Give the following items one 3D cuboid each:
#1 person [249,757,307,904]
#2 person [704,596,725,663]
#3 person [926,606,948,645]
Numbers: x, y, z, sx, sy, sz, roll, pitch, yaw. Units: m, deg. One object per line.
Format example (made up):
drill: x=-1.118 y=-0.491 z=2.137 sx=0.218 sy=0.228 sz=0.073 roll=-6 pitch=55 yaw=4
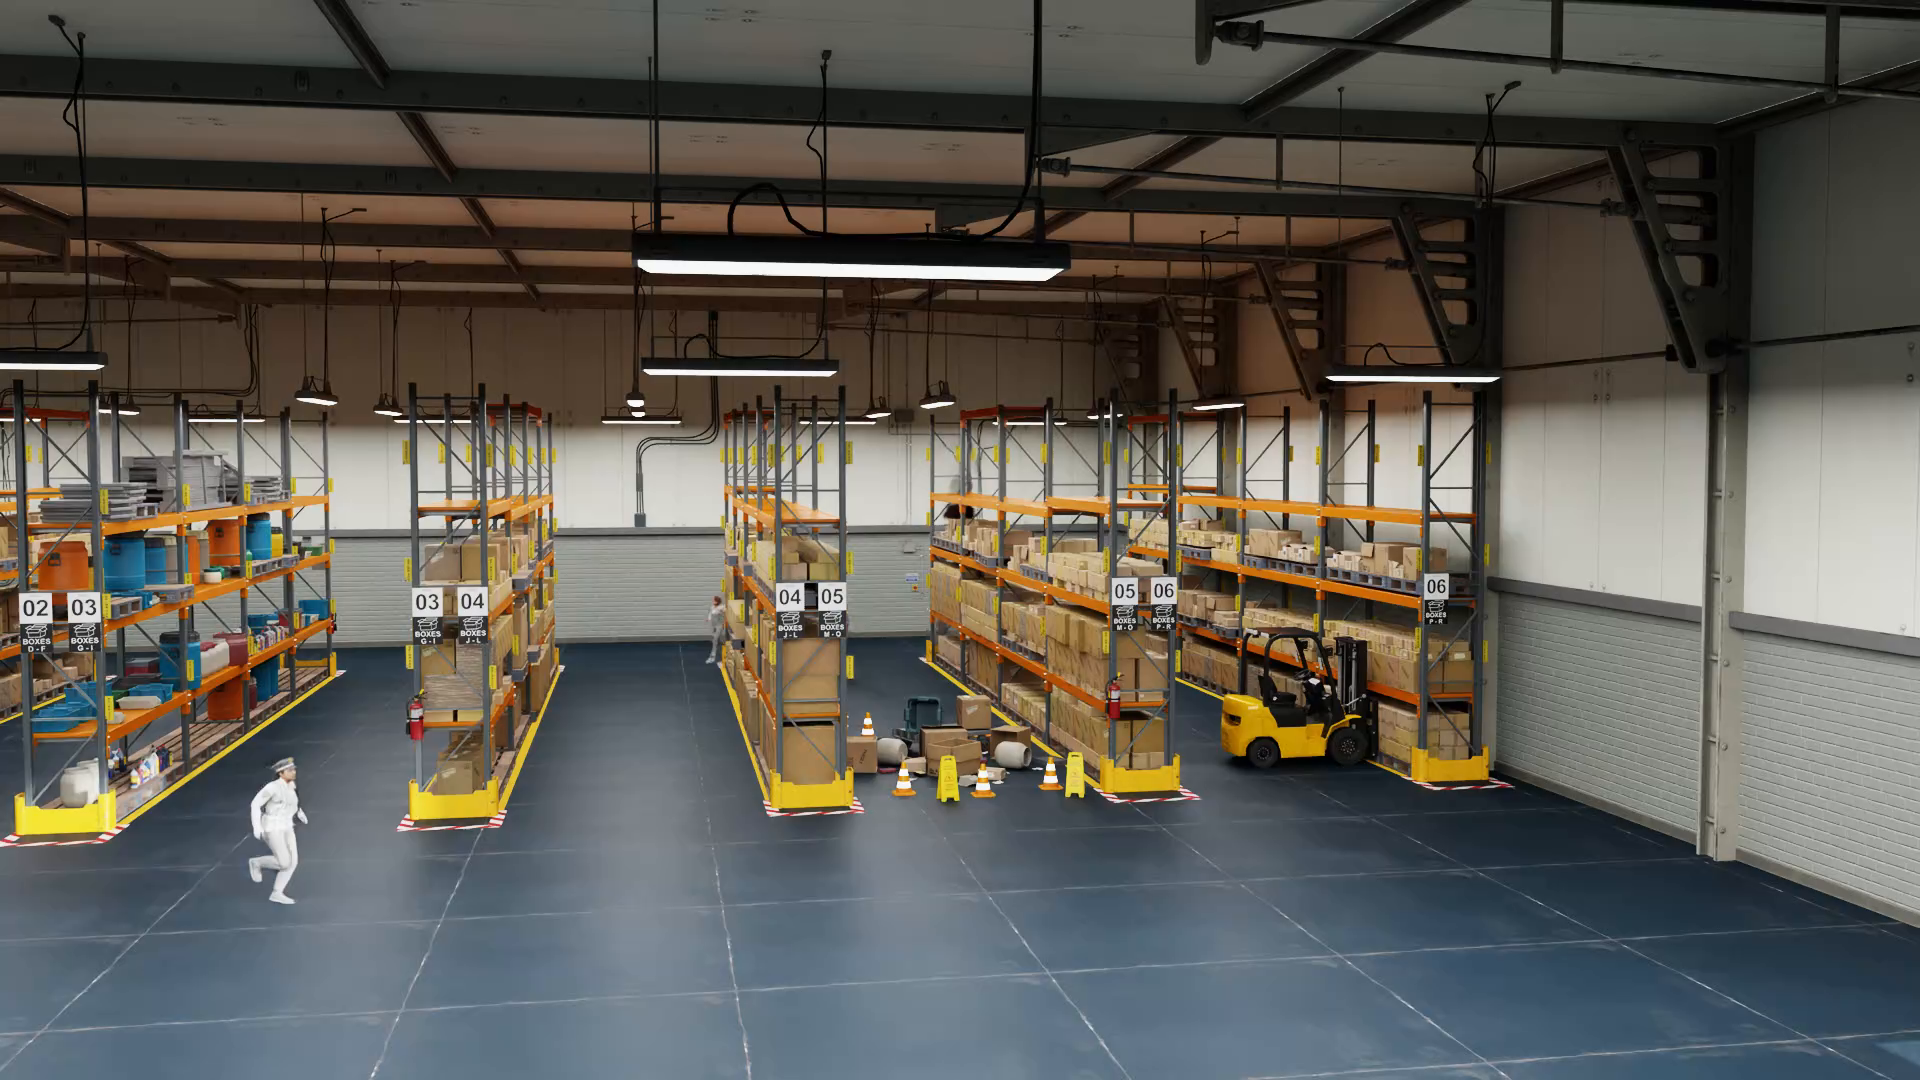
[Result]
person: x=-7.664 y=3.255 z=18.659 sx=0.653 sy=1.652 sz=0.651 roll=1 pitch=3 yaw=15
person: x=-5.852 y=2.149 z=40.343 sx=0.540 sy=1.601 sz=0.889 roll=2 pitch=4 yaw=40
person: x=-0.503 y=2.010 z=41.587 sx=0.705 sy=1.792 sz=0.709 roll=0 pitch=3 yaw=4
